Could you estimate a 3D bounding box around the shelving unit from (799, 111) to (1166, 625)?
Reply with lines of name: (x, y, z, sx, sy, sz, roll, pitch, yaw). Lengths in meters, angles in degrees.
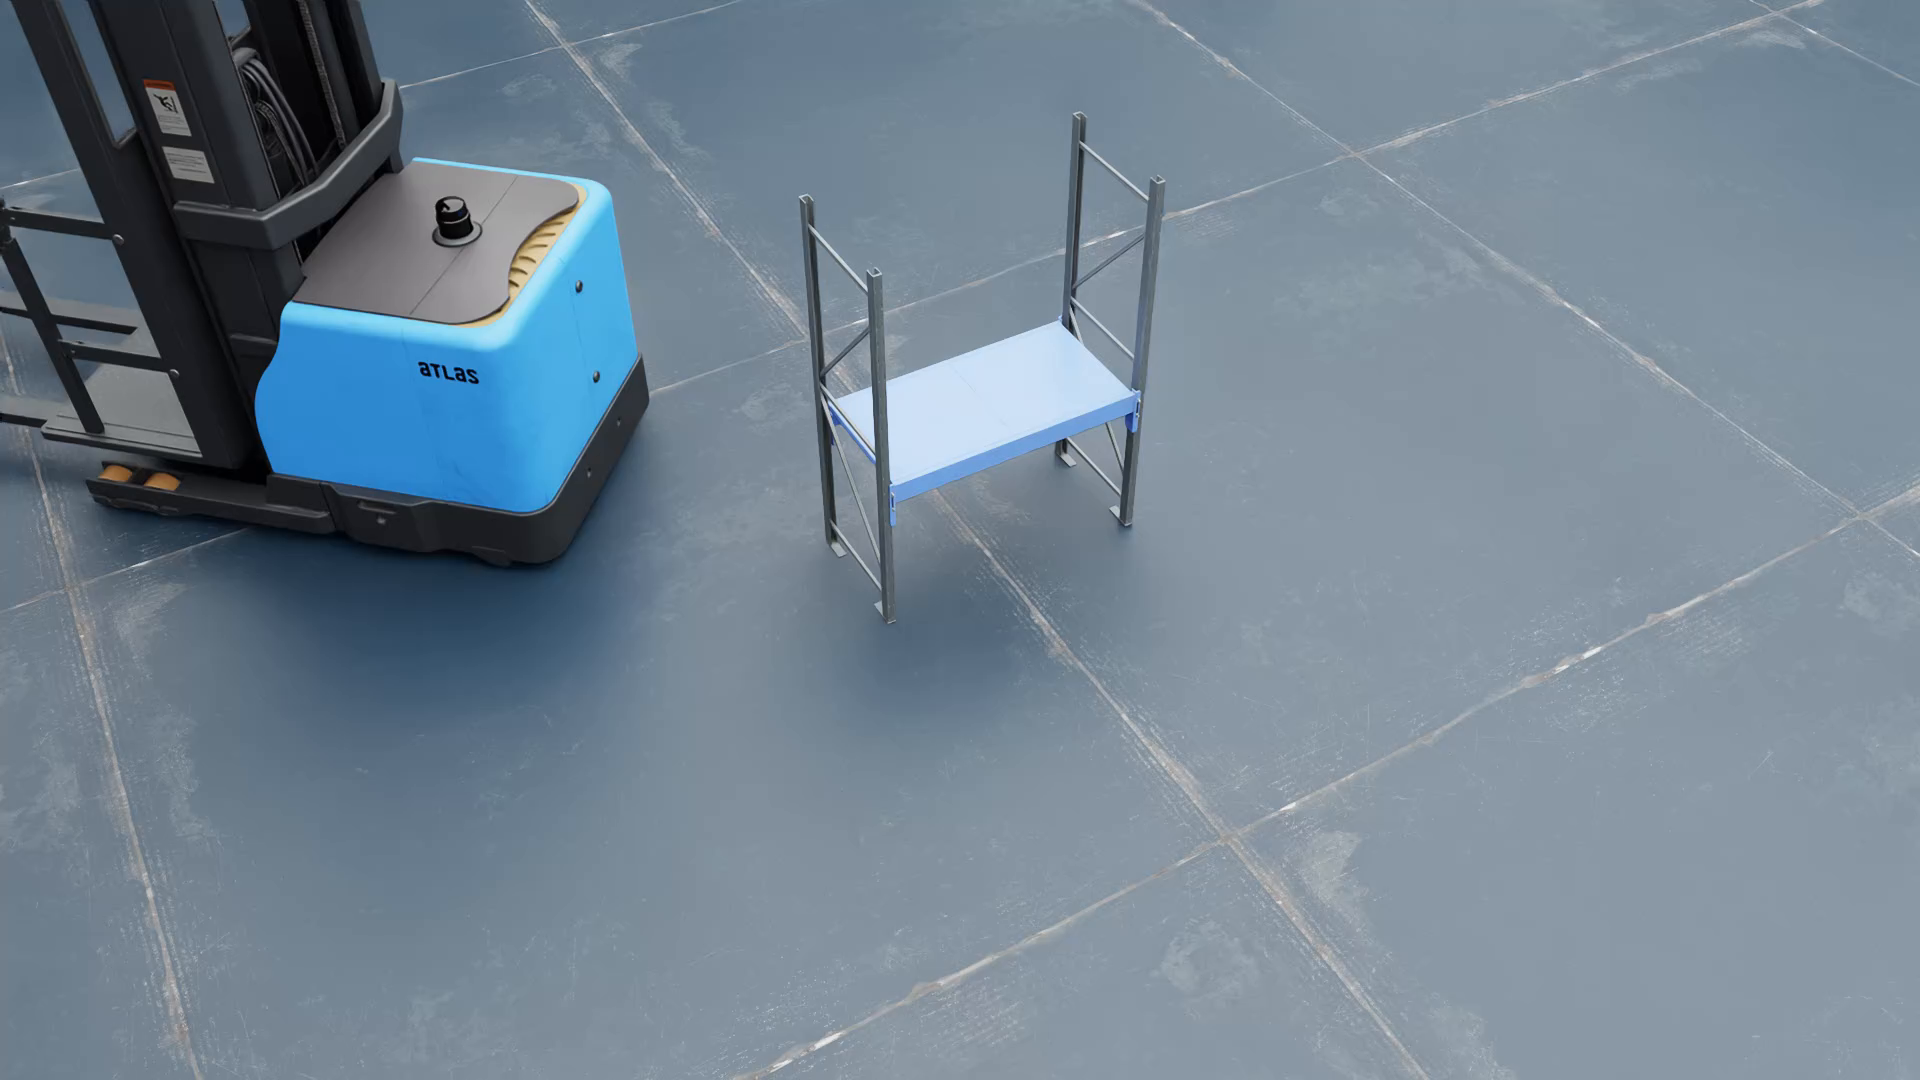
shelving unit: (0.074, -0.568, 5.758, 1.048, 1.500, 0.538, -22, 48, -21)

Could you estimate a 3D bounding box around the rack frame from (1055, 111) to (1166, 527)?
rack frame: (0.515, -0.744, 5.940, 0.032, 1.500, 0.500, -22, 48, -21)

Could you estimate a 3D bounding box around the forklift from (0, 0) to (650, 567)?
forklift: (-2.827, -1.492, 5.683, 3.031, 2.935, 1.130, 9, 45, 9)

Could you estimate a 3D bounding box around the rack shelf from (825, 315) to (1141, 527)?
rack shelf: (0.074, -0.439, 5.883, 1.000, 0.185, 0.538, -22, 48, -21)

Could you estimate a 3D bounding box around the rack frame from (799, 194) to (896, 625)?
rack frame: (-0.367, -0.391, 5.576, 0.032, 1.500, 0.500, -22, 48, -21)
